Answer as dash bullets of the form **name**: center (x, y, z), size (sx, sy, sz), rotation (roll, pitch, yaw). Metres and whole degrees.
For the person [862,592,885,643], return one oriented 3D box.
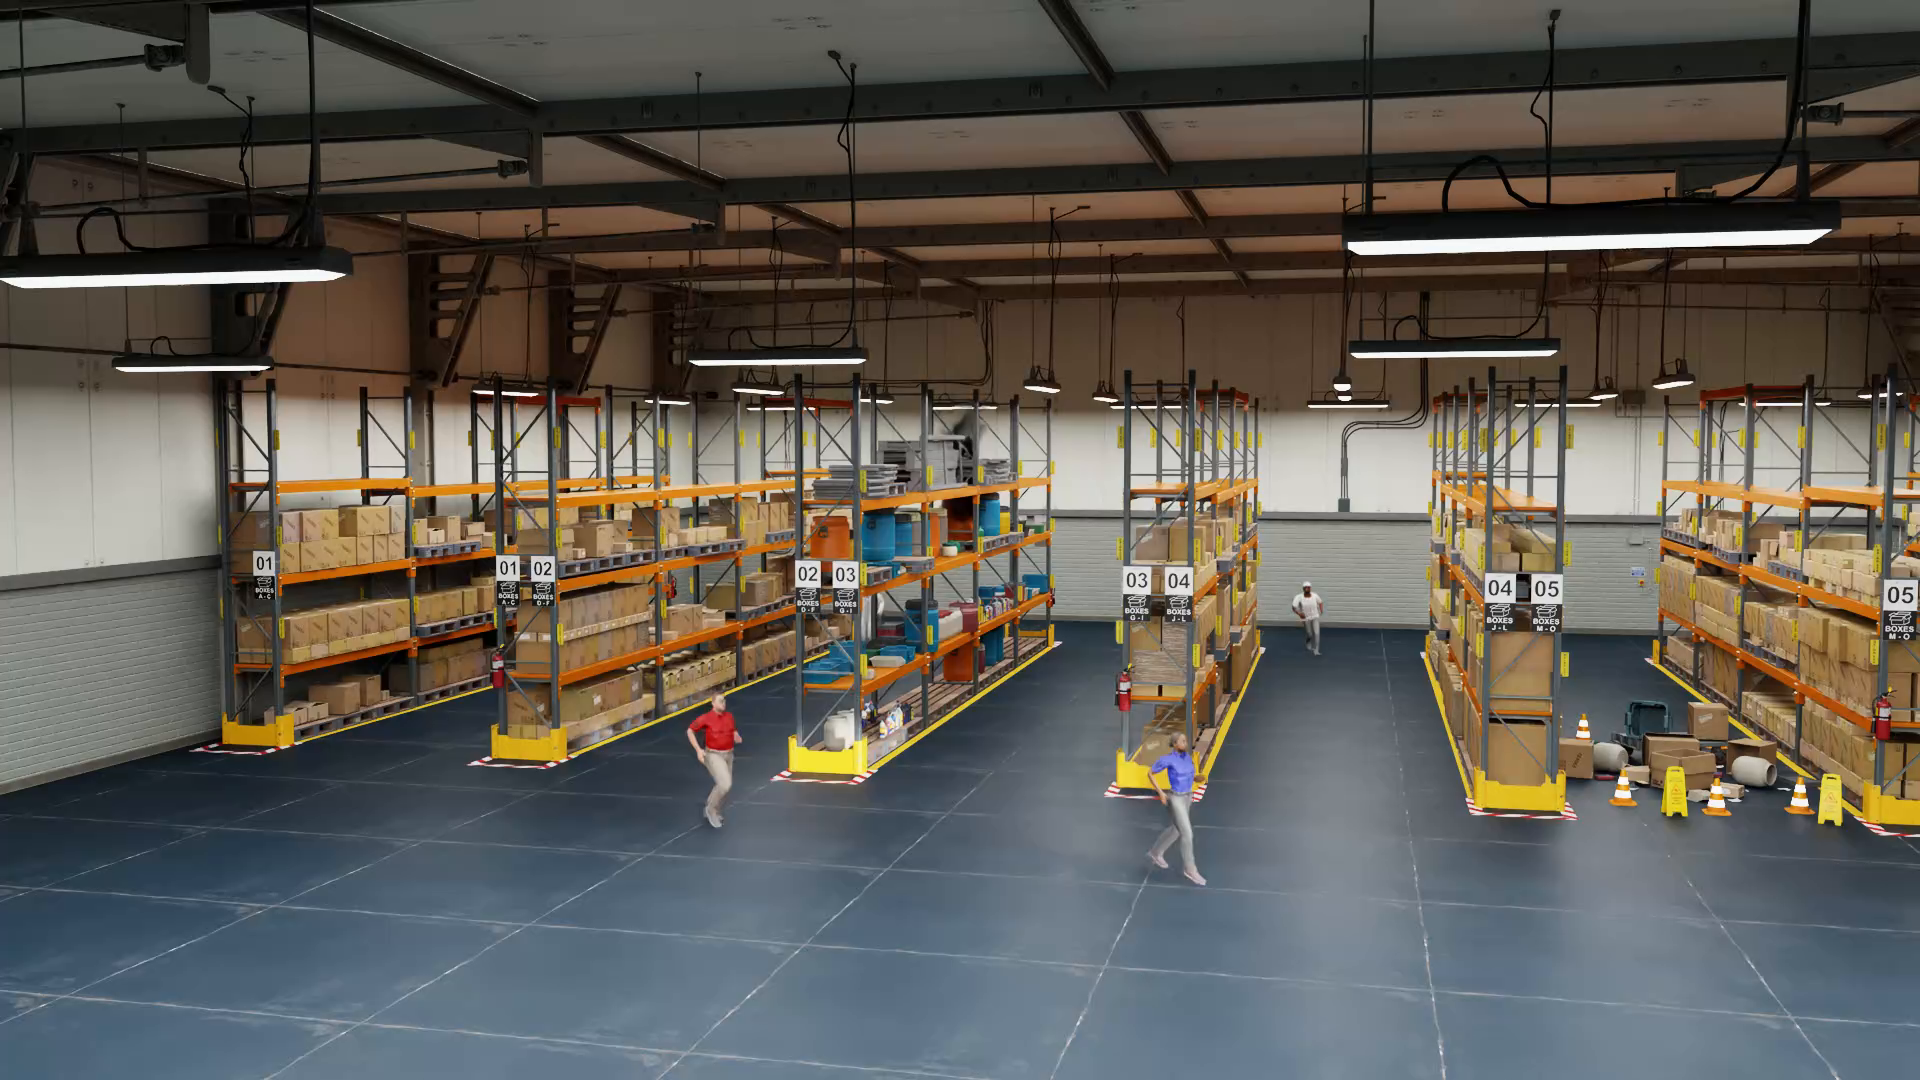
- **person**: center (-2.033, 1.730, 36.433), size (0.696, 1.744, 0.622), rotation (0, 3, 6)

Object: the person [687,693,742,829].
- **person**: center (-3.107, 2.861, 21.548), size (0.714, 1.740, 0.638), rotation (2, 4, 35)

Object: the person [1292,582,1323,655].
- **person**: center (8.133, 1.828, 38.860), size (0.738, 1.707, 0.680), rotation (0, 3, -6)

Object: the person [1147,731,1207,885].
- **person**: center (2.489, 3.021, 18.980), size (0.851, 1.687, 0.559), rotation (3, 5, 41)
